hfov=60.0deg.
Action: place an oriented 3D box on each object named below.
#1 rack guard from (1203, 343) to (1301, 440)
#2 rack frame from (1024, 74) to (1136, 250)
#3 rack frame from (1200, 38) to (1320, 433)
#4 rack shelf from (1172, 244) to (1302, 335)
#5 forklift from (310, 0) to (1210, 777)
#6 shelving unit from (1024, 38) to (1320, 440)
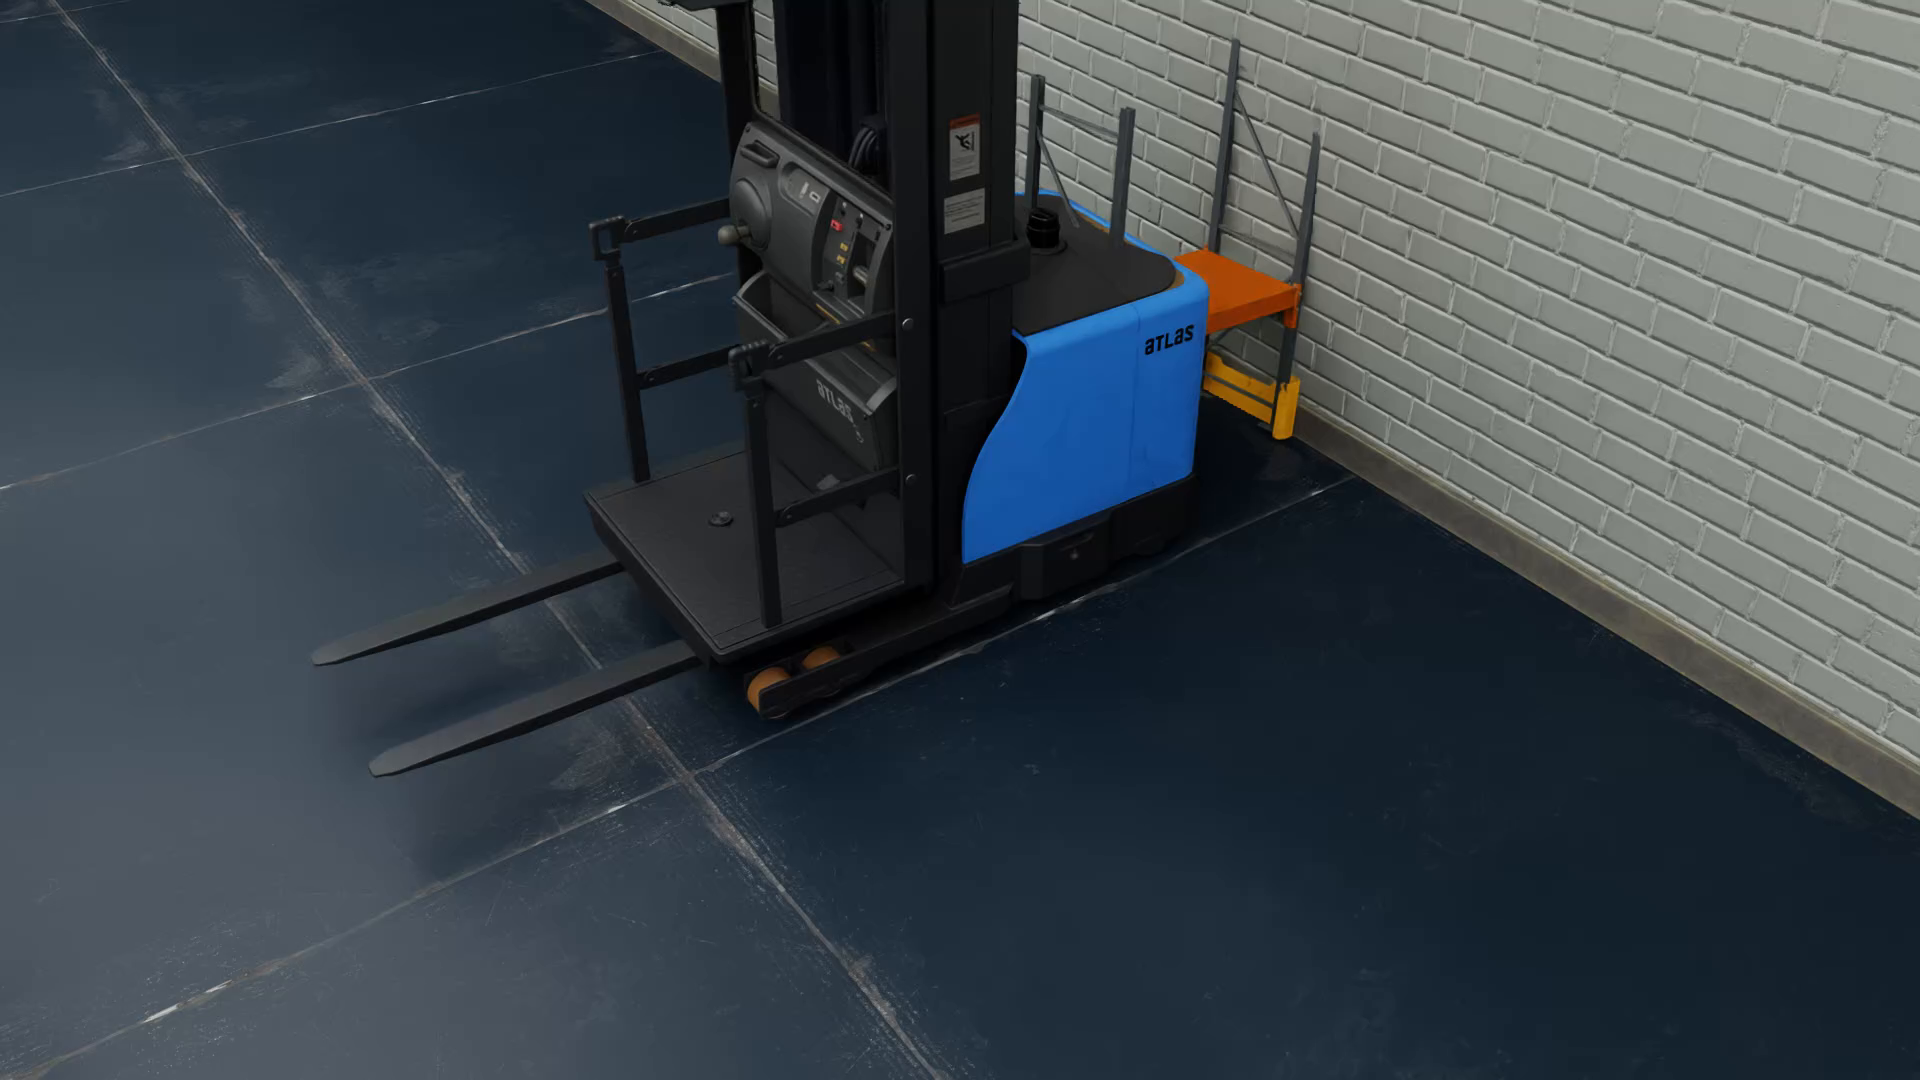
[{"bbox_3d":[1.162,-0.647,6.935,0.087,0.250,0.587,-21,38,-33],"label":"rack guard"},{"bbox_3d":[0.389,-0.886,6.059,0.032,1.500,0.500,-21,38,-33],"label":"rack frame"},{"bbox_3d":[1.185,-1.184,6.616,0.032,1.500,0.500,-21,38,-33],"label":"rack frame"},{"bbox_3d":[0.781,-0.880,6.429,1.000,0.185,0.538,-21,38,-33],"label":"rack shelf"},{"bbox_3d":[-0.645,-0.959,5.073,3.031,2.935,1.130,-21,41,-26],"label":"forklift"},{"bbox_3d":[0.794,-1.038,6.342,1.083,1.500,0.587,-21,38,-33],"label":"shelving unit"}]
